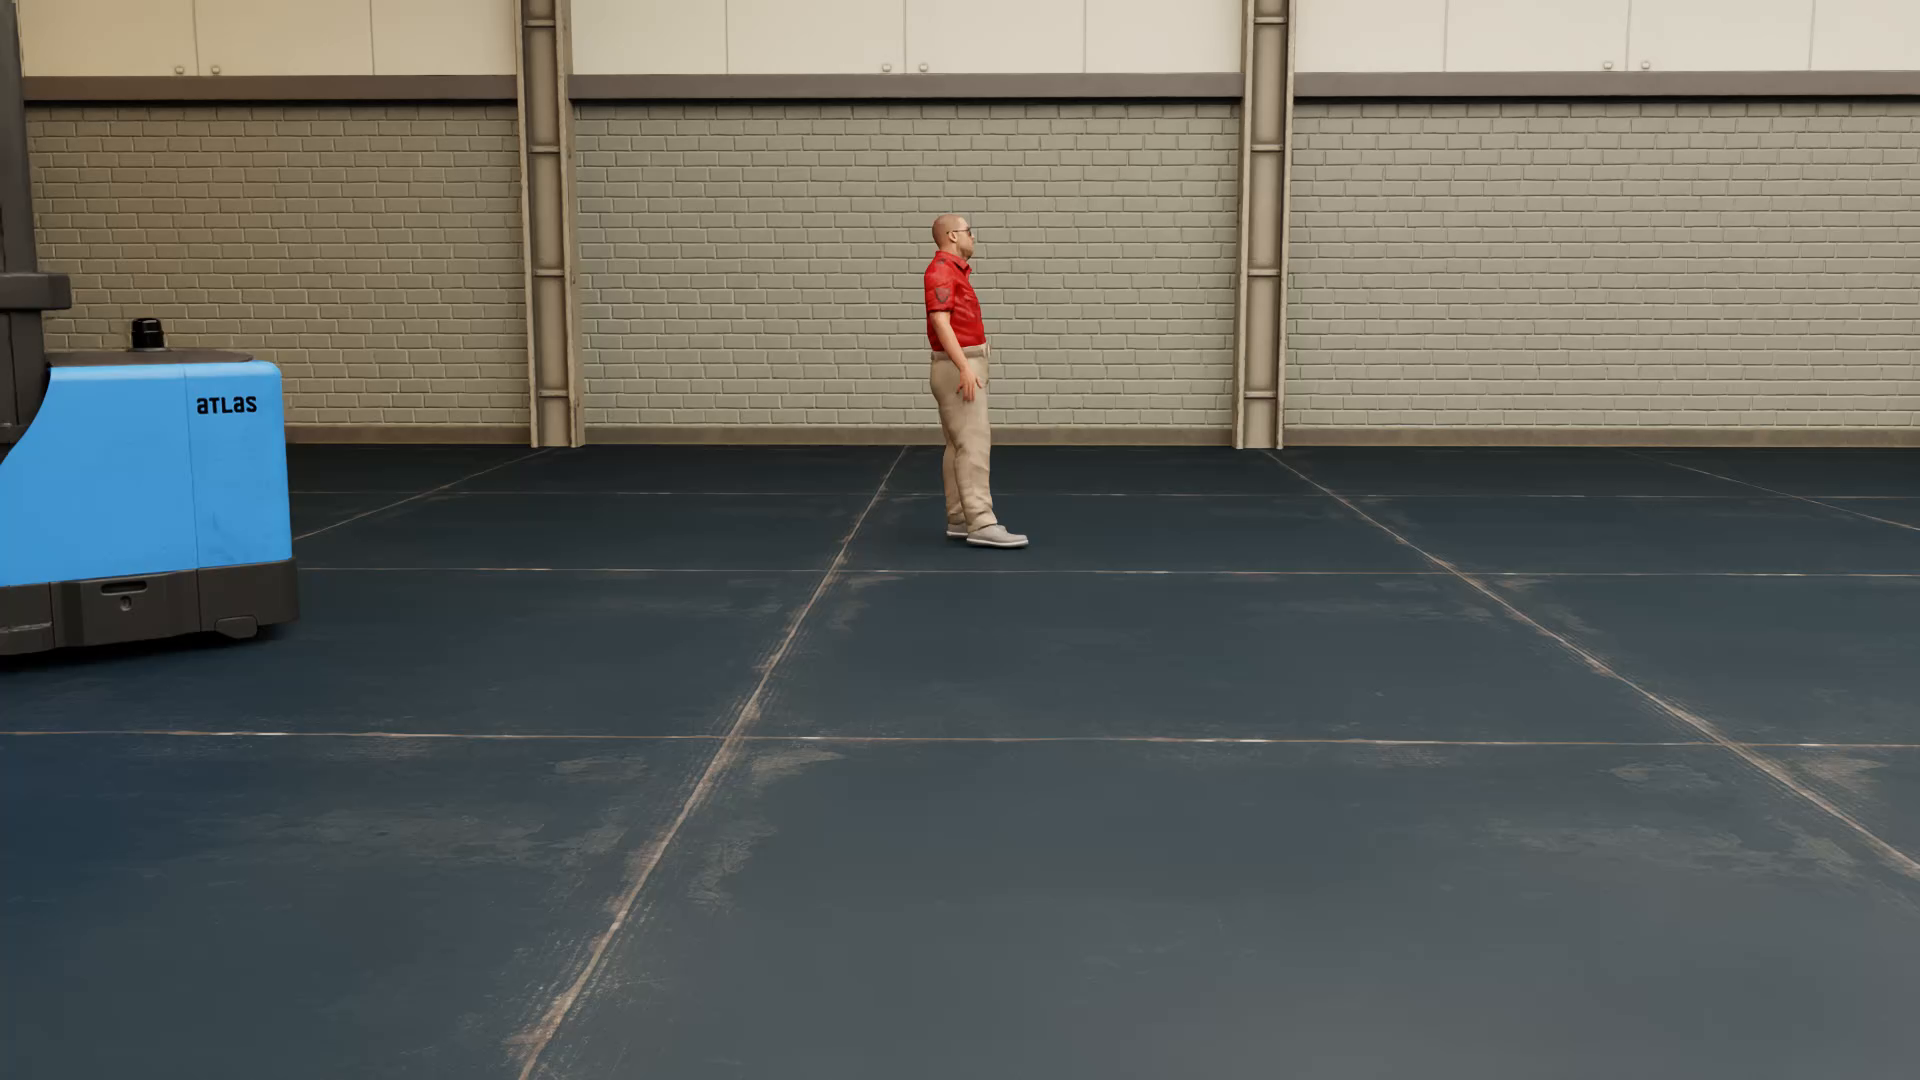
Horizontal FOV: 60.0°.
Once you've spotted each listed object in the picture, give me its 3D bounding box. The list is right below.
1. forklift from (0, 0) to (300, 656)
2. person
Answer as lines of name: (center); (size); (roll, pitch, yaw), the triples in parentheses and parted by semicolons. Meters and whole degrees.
forklift: (-4.081, -0.995, 5.809); (3.031, 2.935, 1.130); (-6, 11, -35)
person: (0.089, -0.859, 8.856); (0.551, 1.727, 0.640); (0, 9, 1)
